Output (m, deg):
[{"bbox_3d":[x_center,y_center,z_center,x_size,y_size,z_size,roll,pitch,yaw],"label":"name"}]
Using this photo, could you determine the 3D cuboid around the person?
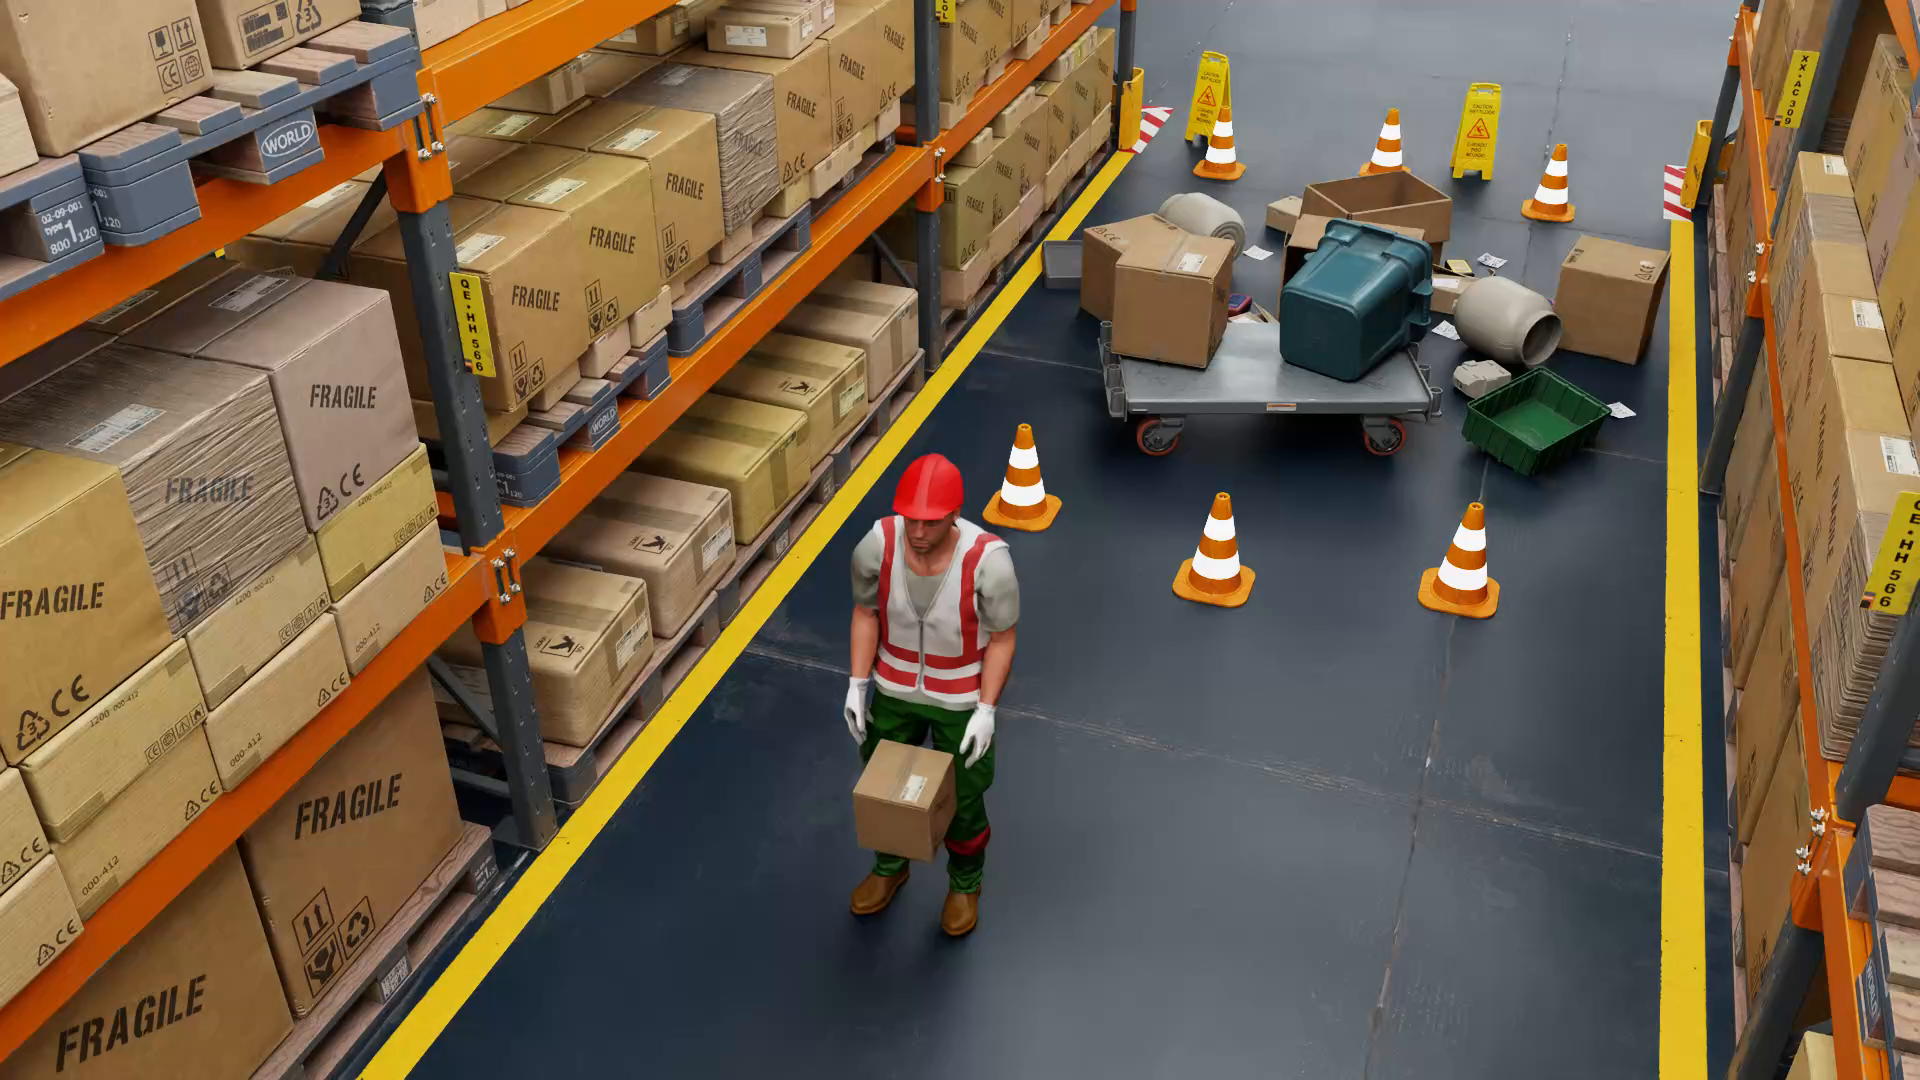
[{"bbox_3d":[-0.090,0.499,5.349,0.544,1.788,0.414,10,34,15],"label":"person"}]
